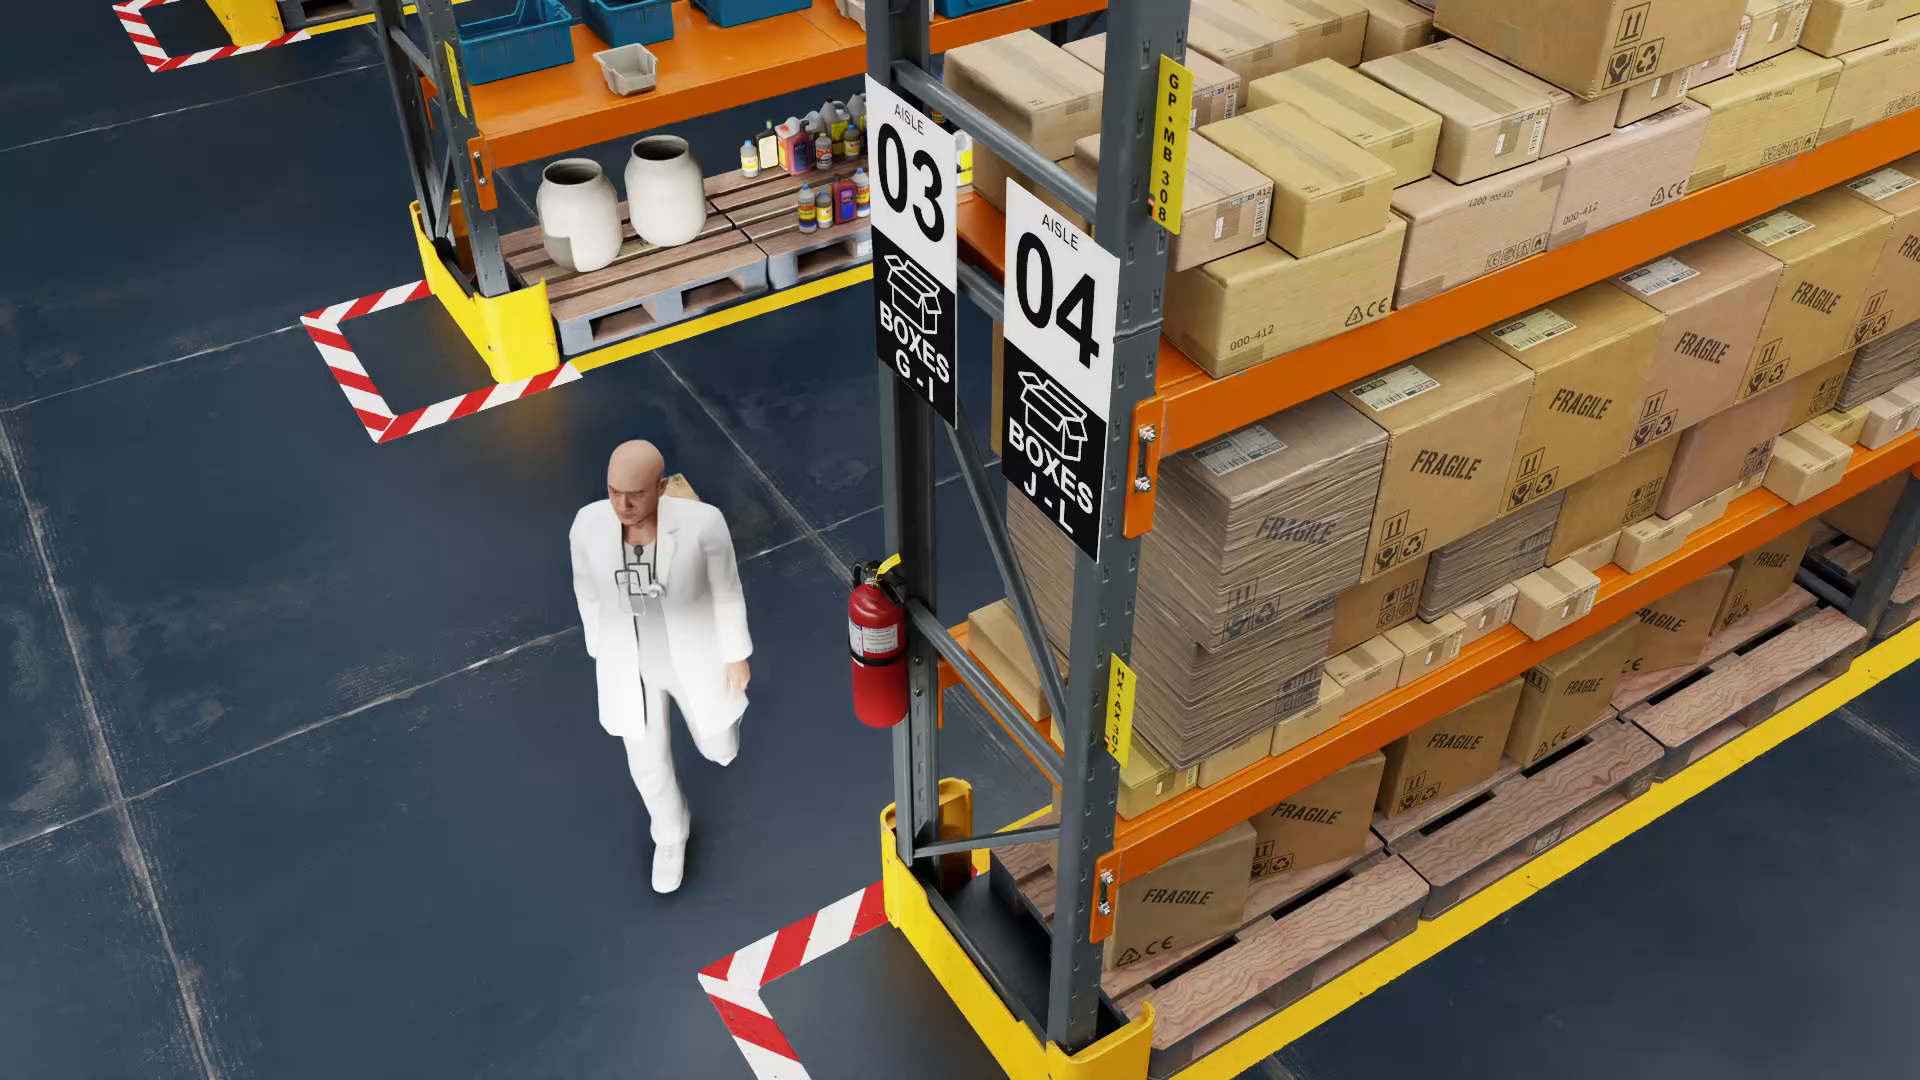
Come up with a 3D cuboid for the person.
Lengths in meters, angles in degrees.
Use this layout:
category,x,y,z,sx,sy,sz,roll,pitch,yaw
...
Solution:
category,x,y,z,sx,sy,sz,roll,pitch,yaw
person,-1.000,0.357,5.720,0.587,1.757,0.829,0,40,0
